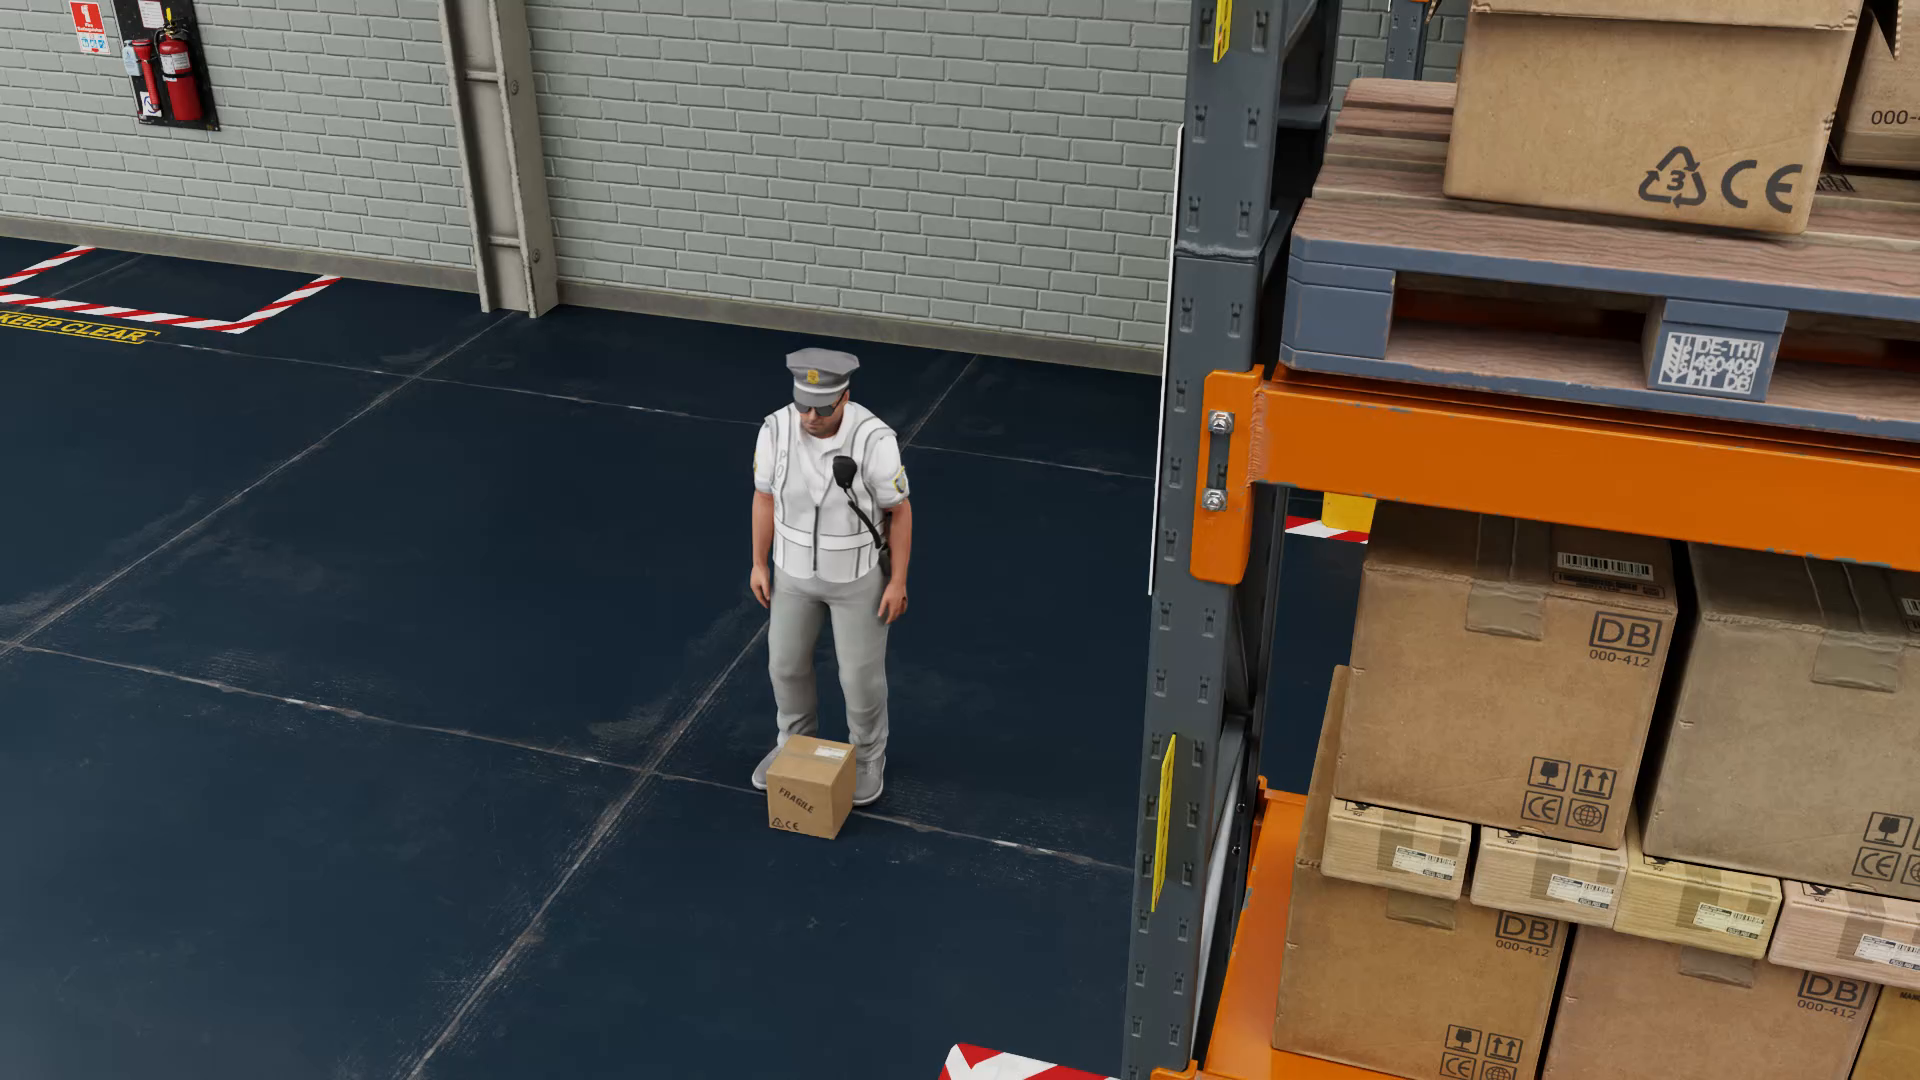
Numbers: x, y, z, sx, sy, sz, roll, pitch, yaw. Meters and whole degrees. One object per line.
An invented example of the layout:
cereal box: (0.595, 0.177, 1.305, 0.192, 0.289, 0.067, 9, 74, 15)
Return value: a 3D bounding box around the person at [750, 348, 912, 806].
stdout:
person: (-0.460, 0.110, 5.922, 0.590, 1.746, 0.436, 7, 30, 13)
